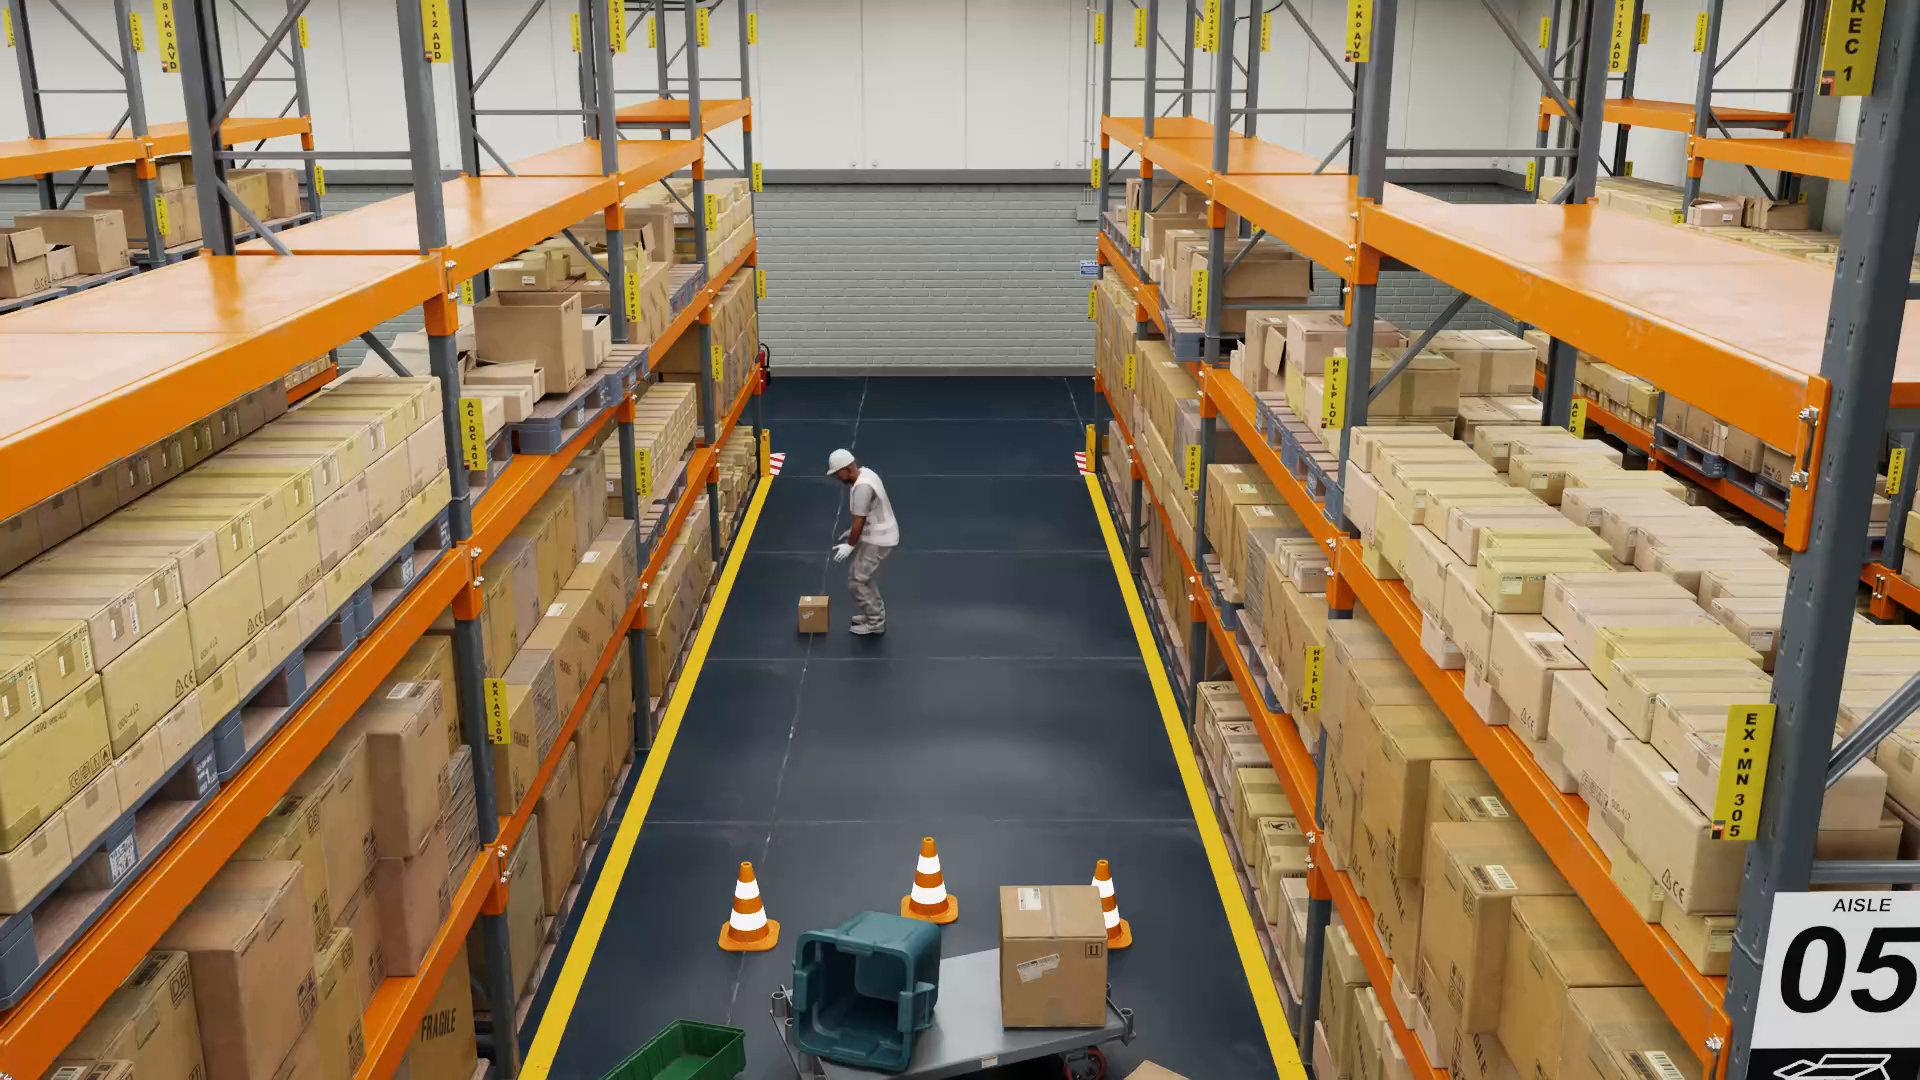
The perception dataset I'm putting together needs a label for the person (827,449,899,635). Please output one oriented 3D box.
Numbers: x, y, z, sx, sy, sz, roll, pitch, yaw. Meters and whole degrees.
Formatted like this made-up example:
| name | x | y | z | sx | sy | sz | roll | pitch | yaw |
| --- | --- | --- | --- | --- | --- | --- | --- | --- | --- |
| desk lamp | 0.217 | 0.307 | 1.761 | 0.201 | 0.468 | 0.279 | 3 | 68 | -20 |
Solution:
| name | x | y | z | sx | sy | sz | roll | pitch | yaw |
| --- | --- | --- | --- | --- | --- | --- | --- | --- | --- |
| person | -0.829 | 0.007 | 14.357 | 0.606 | 1.624 | 0.598 | 0 | 17 | 0 |
